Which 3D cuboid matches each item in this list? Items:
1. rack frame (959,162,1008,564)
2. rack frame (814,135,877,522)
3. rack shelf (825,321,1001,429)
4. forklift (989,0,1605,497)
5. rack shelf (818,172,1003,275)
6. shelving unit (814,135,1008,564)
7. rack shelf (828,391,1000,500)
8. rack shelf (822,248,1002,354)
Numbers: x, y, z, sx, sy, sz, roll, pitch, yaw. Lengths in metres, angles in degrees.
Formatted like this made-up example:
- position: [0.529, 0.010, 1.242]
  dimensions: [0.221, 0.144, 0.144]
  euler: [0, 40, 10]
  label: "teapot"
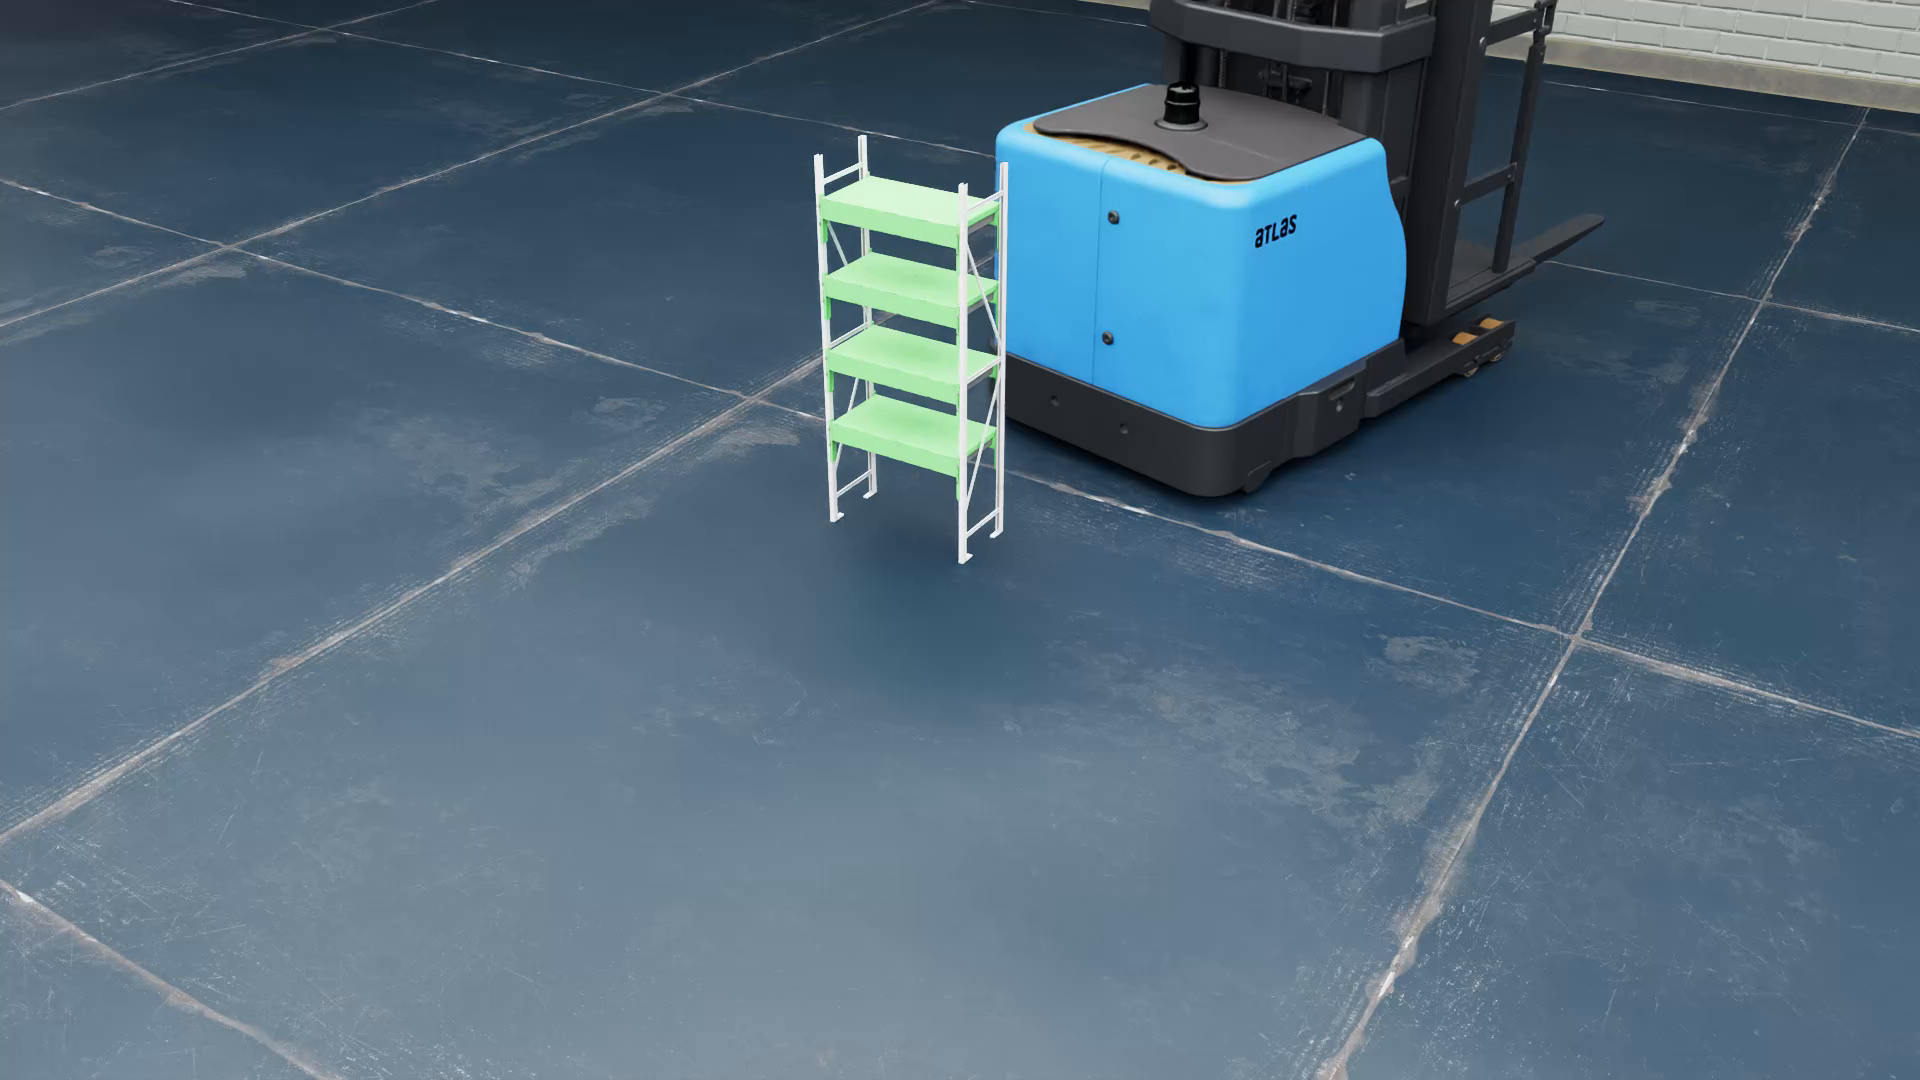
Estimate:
- position: [0.066, -0.497, 4.912]
  dimensions: [0.015, 1.200, 0.240]
  euler: [18, 35, 27]
  label: "rack frame"
- position: [-0.347, -0.628, 5.136]
  dimensions: [0.015, 1.200, 0.240]
  euler: [18, 35, 27]
  label: "rack frame"
- position: [-0.140, -0.507, 5.056]
  dimensions: [0.480, 0.148, 0.258]
  euler: [18, 35, 27]
  label: "rack shelf"
- position: [1.496, -2.048, 5.852]
  dimensions: [1.130, 2.935, 3.031]
  euler: [26, 39, 37]
  label: "forklift"
- position: [-0.140, -0.922, 4.814]
  dimensions: [0.480, 0.148, 0.258]
  euler: [18, 35, 27]
  label: "rack shelf"
- position: [-0.140, -0.563, 5.024]
  dimensions: [0.503, 1.200, 0.258]
  euler: [18, 35, 27]
  label: "shelving unit"
- position: [-0.140, -0.300, 5.177]
  dimensions: [0.480, 0.148, 0.258]
  euler: [18, 35, 27]
  label: "rack shelf"
- position: [-0.140, -0.715, 4.935]
  dimensions: [0.480, 0.148, 0.258]
  euler: [18, 35, 27]
  label: "rack shelf"
